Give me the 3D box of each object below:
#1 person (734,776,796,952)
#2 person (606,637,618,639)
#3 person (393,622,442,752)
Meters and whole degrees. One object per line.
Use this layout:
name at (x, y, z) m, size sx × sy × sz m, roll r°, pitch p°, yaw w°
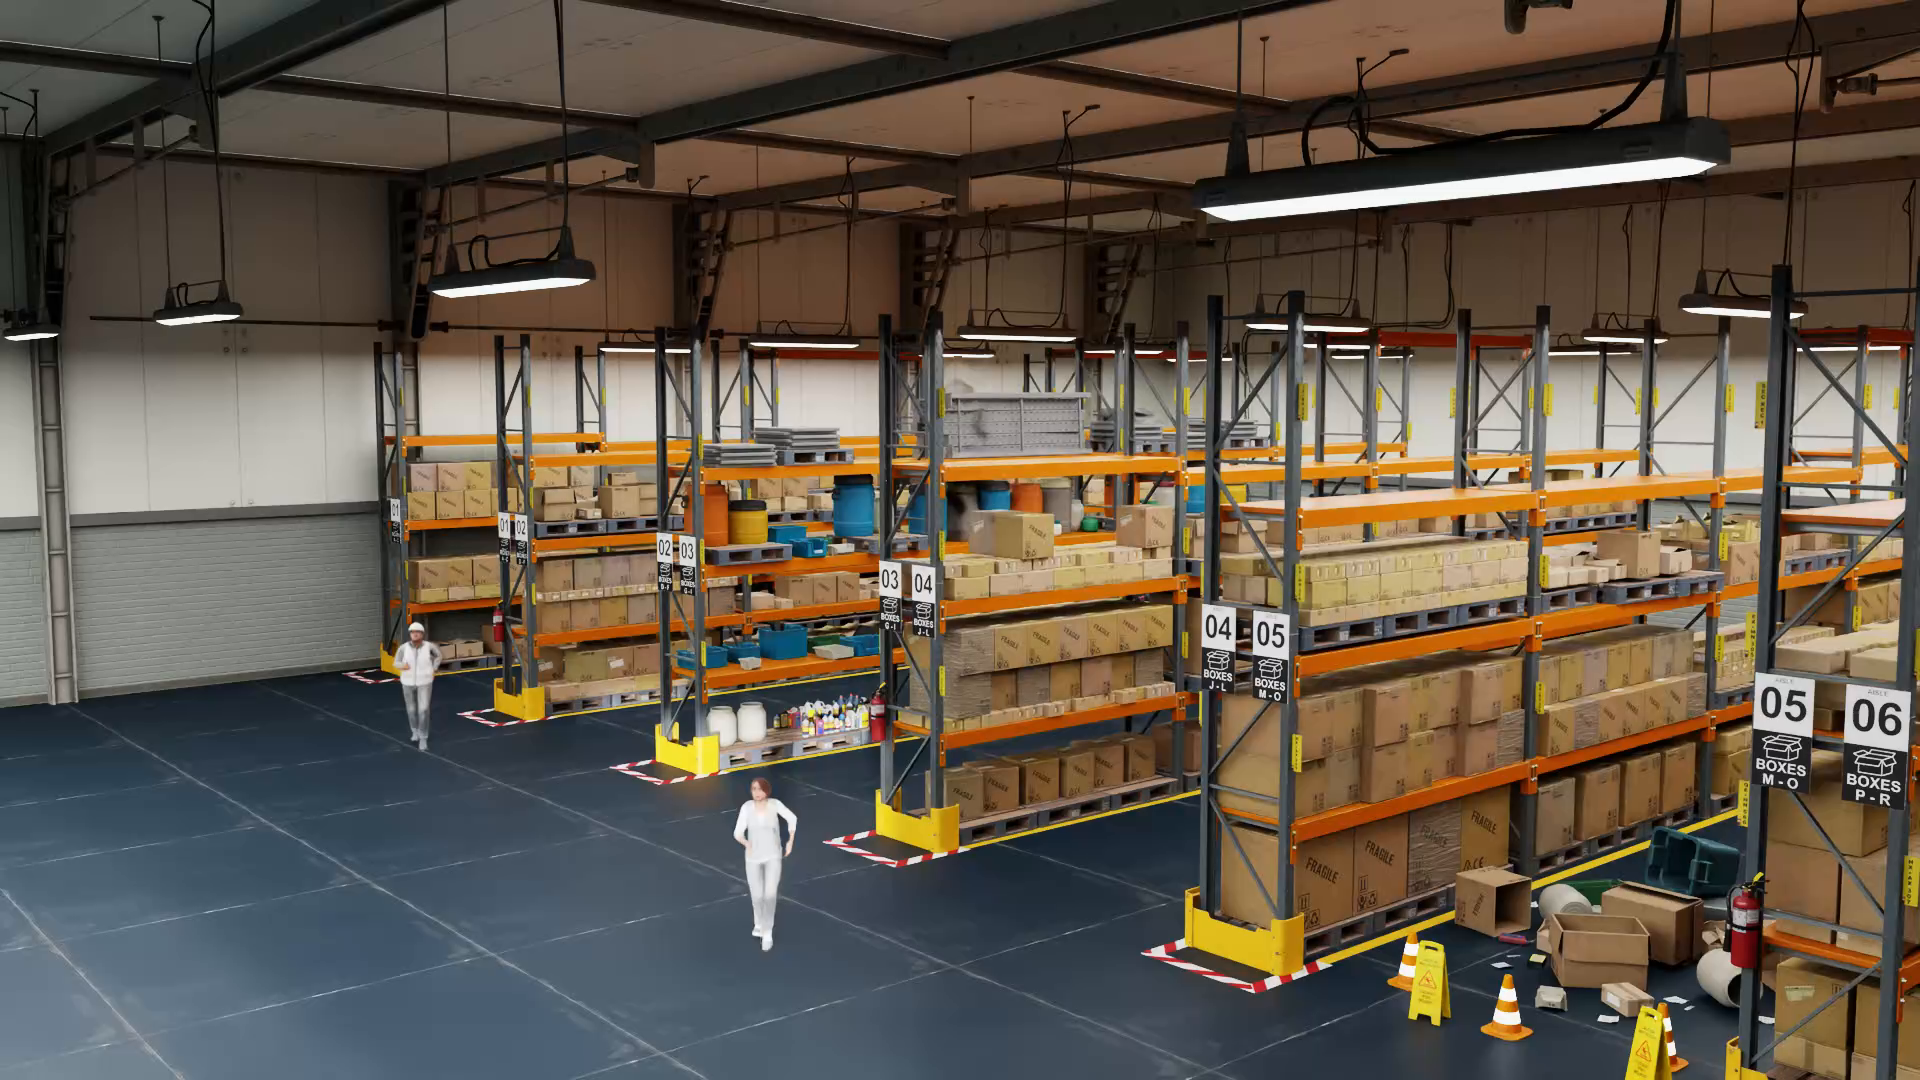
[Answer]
person at (-1.814, 2.983, 15.403) m, size 0.551 × 1.599 × 0.681 m, roll 0°, pitch 5°, yaw 2°
person at (-6.155, 1.645, 29.457) m, size 0.601 × 1.693 × 0.730 m, roll 5°, pitch 7°, yaw 42°
person at (-7.825, 2.086, 23.974) m, size 0.659 × 1.815 × 0.792 m, roll -1°, pitch 5°, yaw -9°
